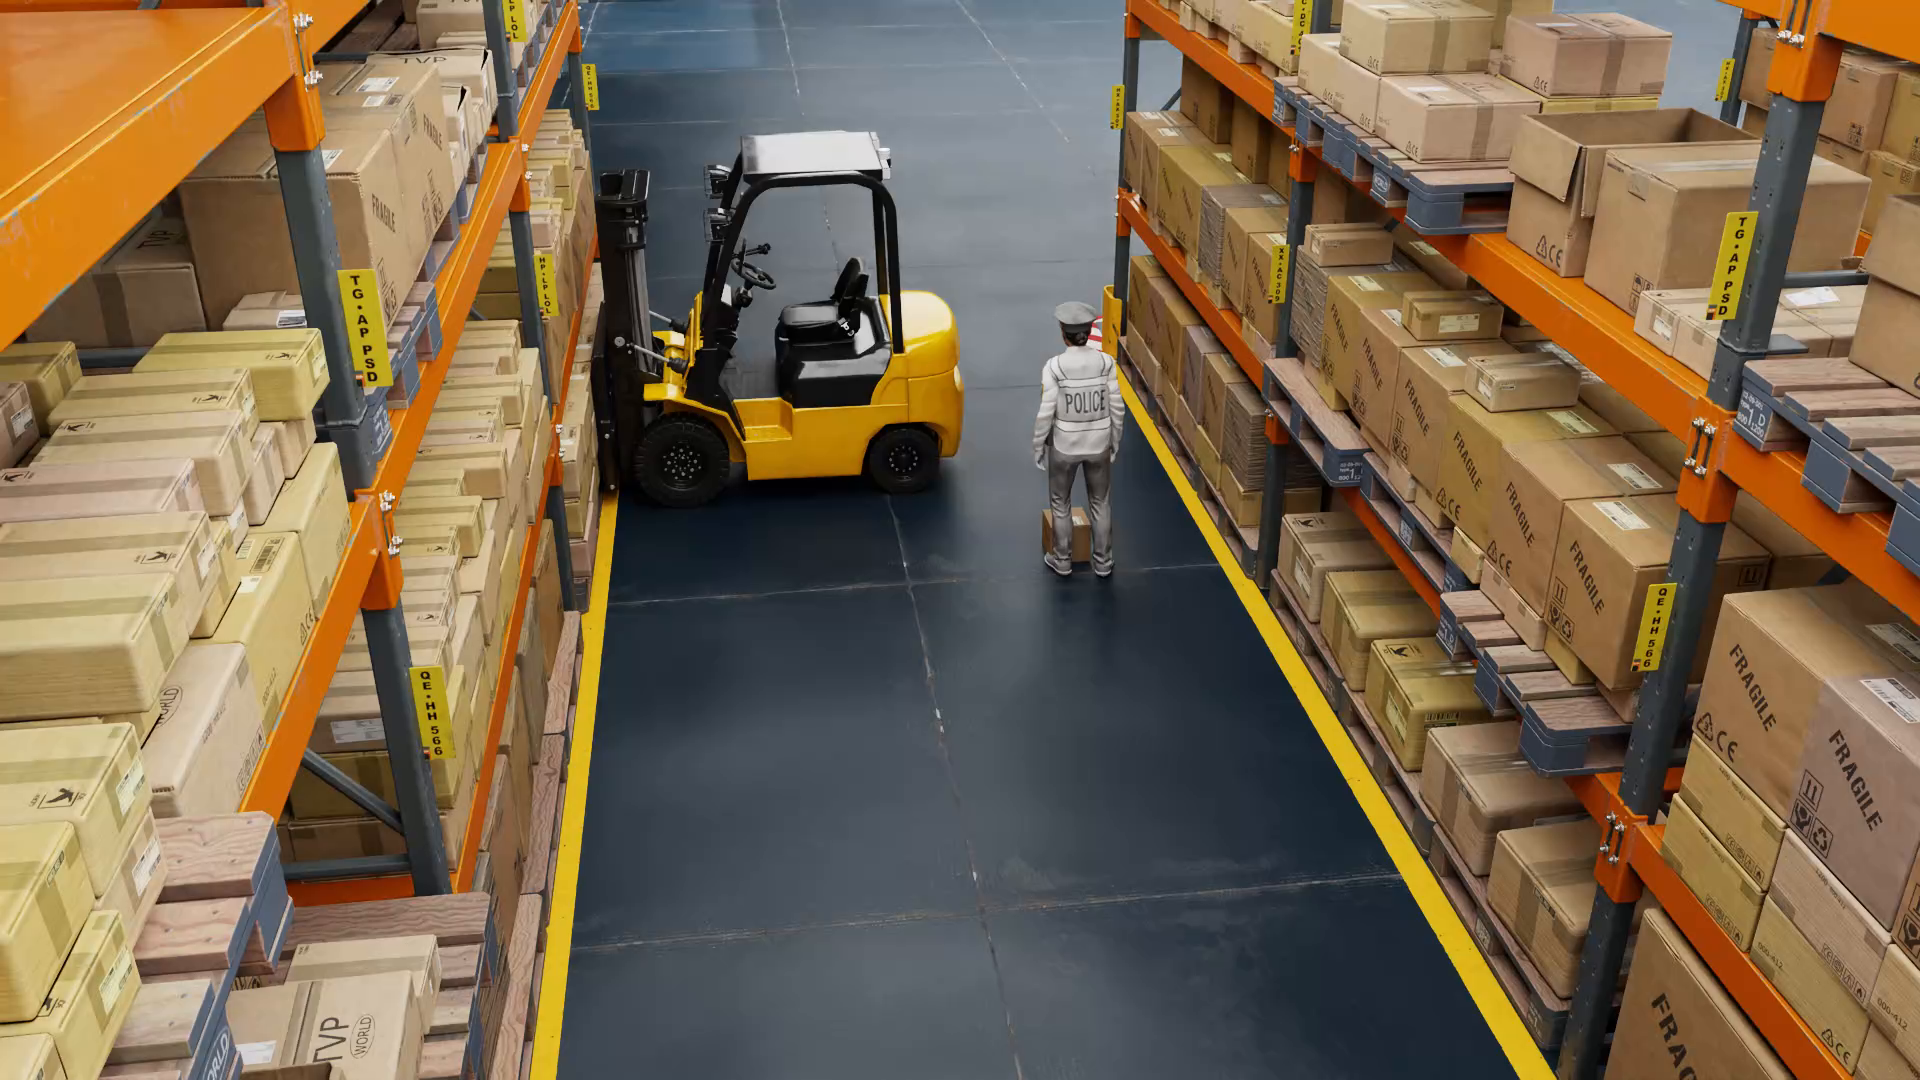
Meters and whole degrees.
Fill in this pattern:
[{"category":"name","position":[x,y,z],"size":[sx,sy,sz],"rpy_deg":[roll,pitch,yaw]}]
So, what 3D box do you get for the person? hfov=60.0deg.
[{"category":"person","position":[0.683,-0.555,9.689],"size":[0.544,1.663,0.415],"rpy_deg":[-5,28,-10]}]
